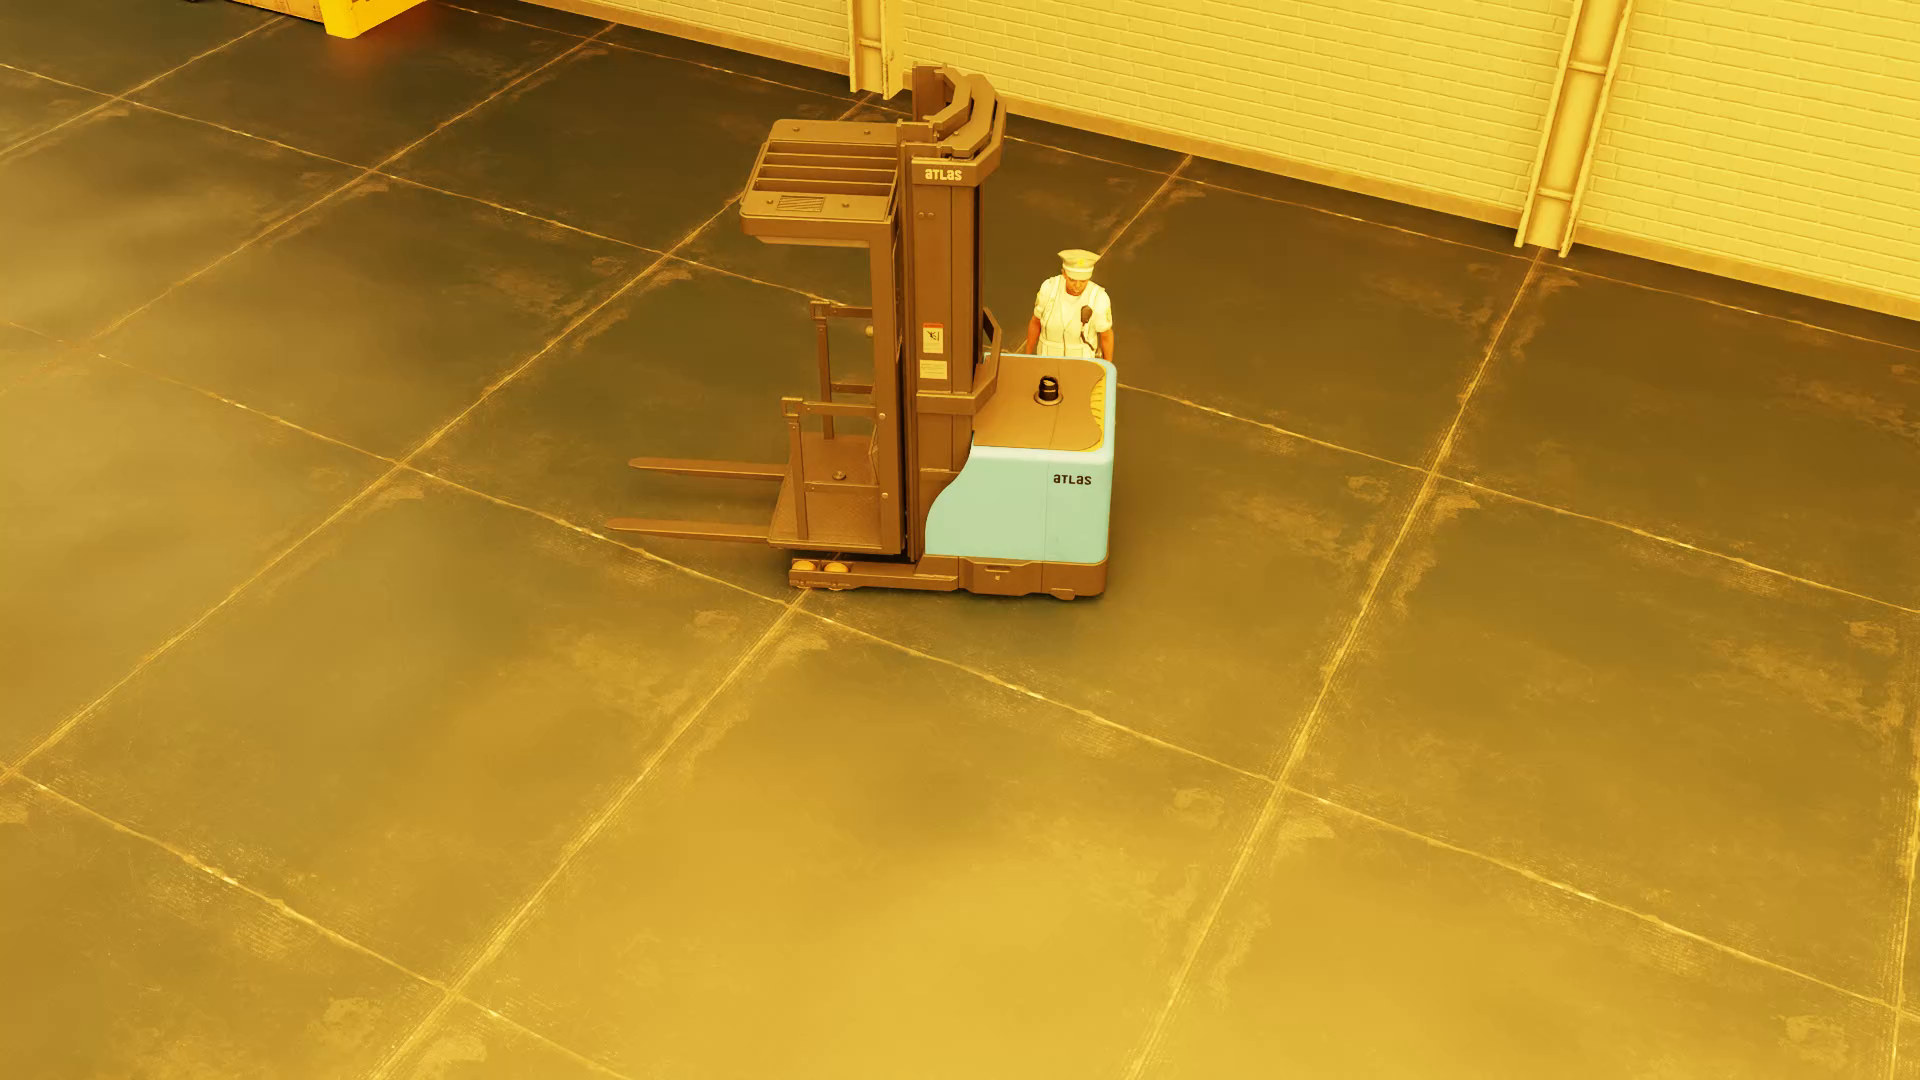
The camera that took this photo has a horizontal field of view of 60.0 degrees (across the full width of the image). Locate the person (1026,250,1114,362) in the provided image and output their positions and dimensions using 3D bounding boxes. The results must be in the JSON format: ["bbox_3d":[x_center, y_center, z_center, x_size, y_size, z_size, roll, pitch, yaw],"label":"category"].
[{"bbox_3d":[0.619,-1.005,10.137,0.573,1.683,0.567,9,41,10],"label":"person"}]

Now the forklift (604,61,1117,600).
[{"bbox_3d":[-0.606,-1.157,9.360,3.031,2.935,1.130,3,40,4],"label":"forklift"}]
